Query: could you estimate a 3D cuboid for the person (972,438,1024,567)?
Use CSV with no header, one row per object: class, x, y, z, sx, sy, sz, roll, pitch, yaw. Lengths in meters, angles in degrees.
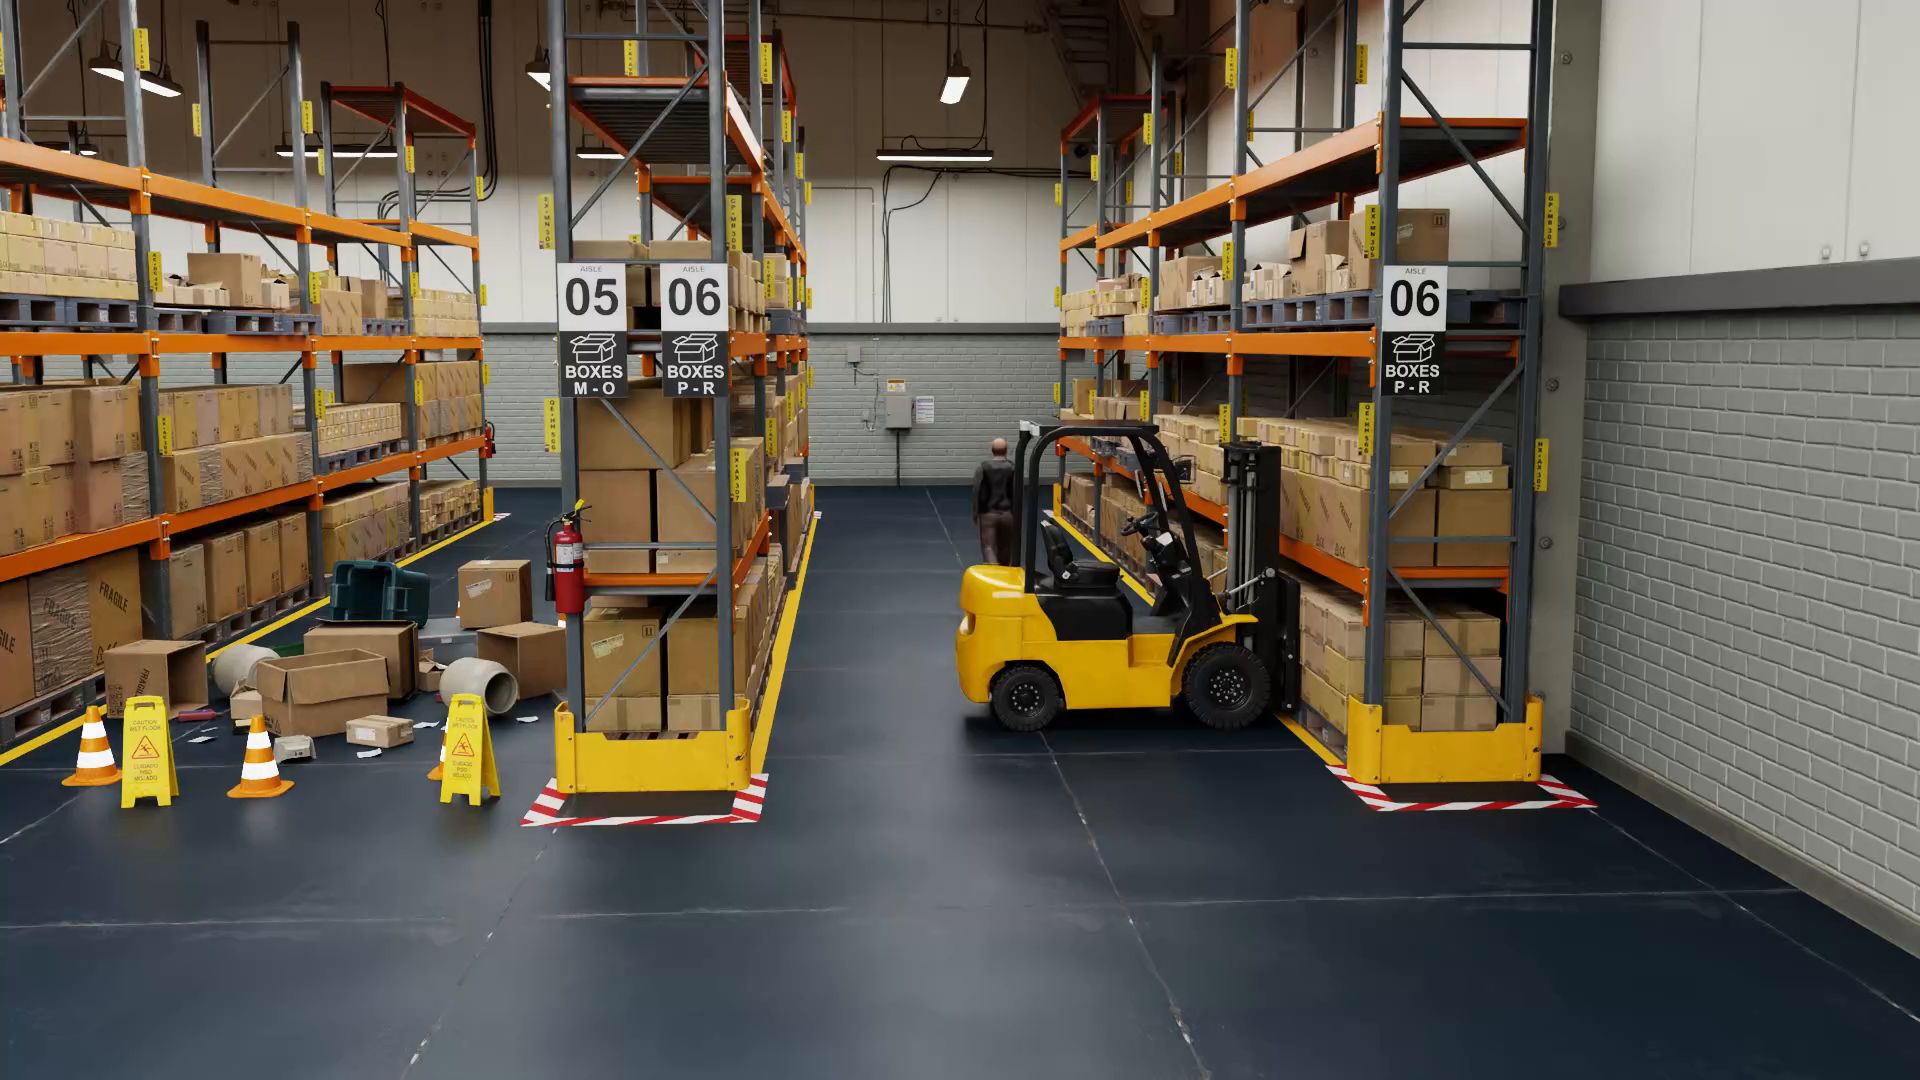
person,0.418,-0.266,18.086,0.531,1.677,1.020,-1,7,-7
